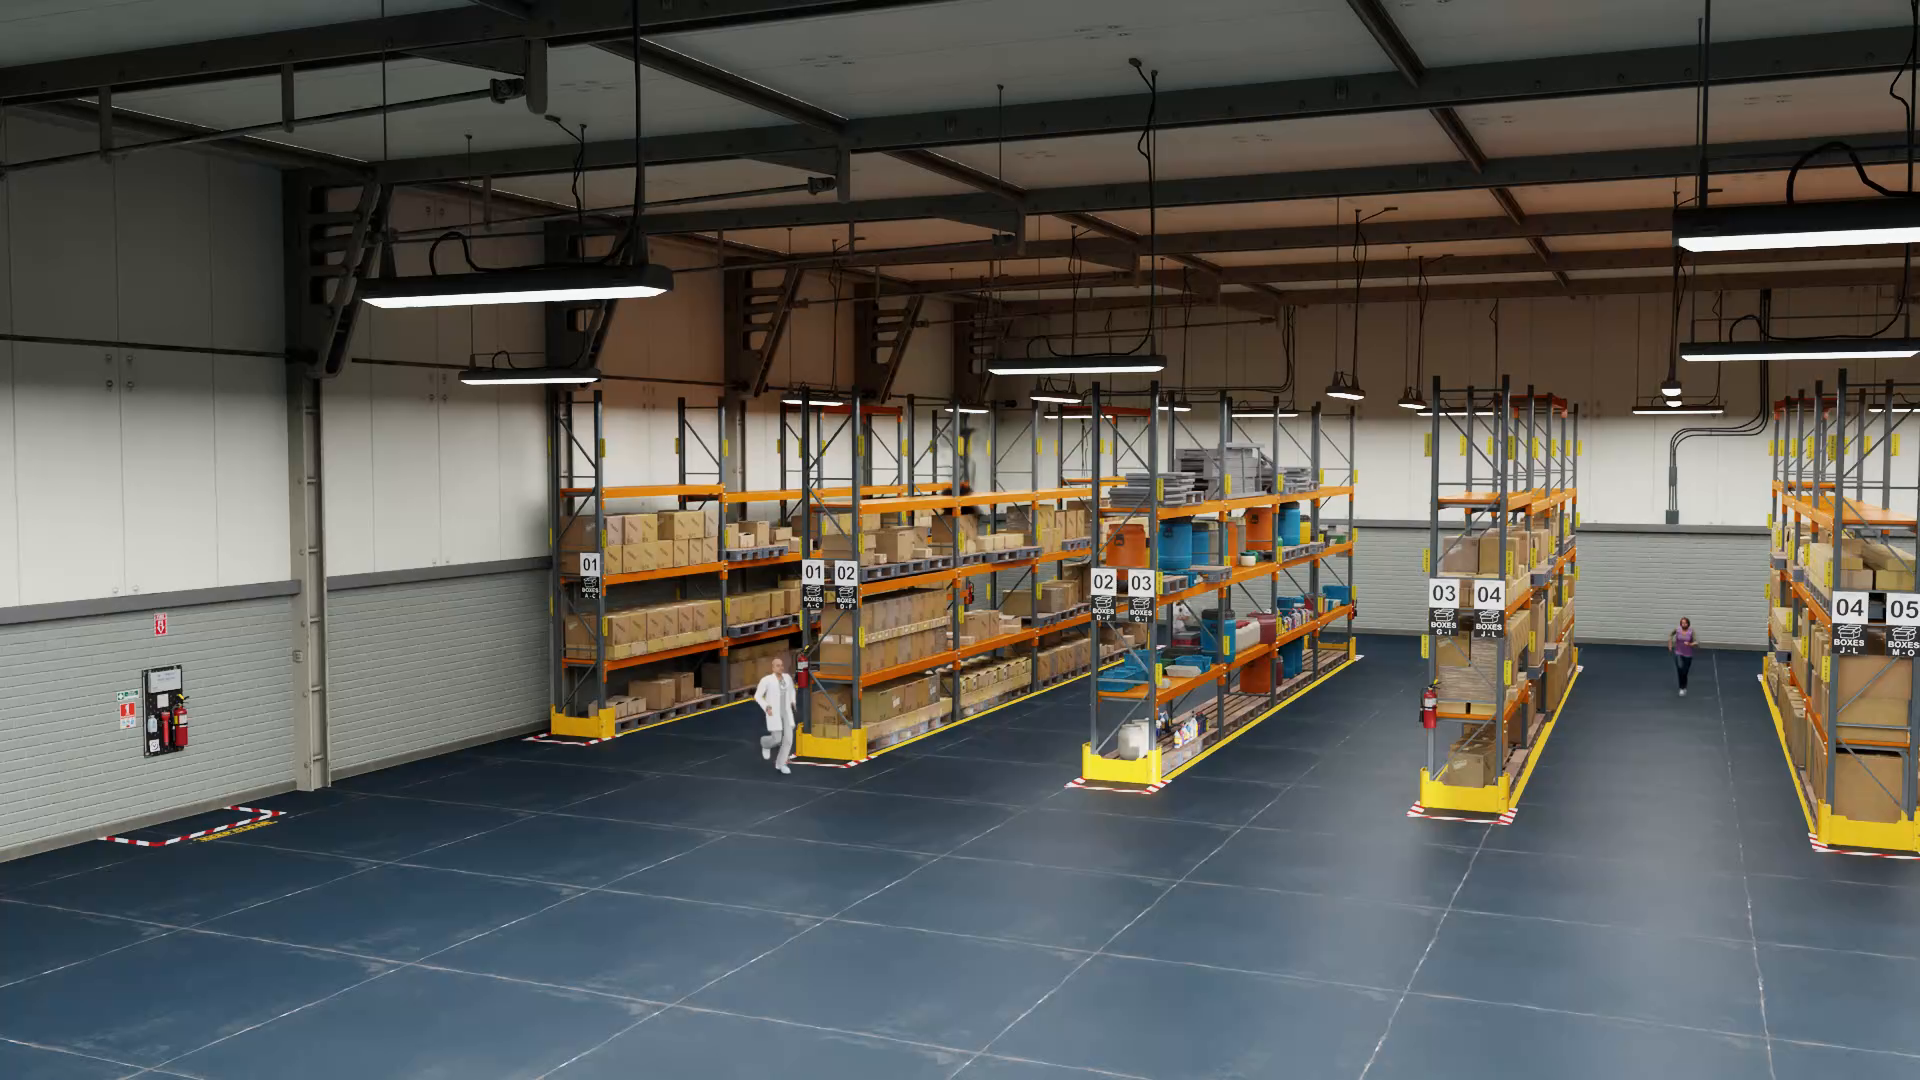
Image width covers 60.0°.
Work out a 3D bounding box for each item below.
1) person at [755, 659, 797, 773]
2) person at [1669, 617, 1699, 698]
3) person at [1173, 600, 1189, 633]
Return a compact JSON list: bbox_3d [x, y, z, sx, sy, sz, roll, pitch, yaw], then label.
[{"bbox_3d":[-2.845,2.717,25.880,0.727,1.750,0.773,-2,4,-35],"label":"person"},{"bbox_3d":[14.617,2.355,33.592,0.556,1.622,0.795,2,3,26],"label":"person"},{"bbox_3d":[5.020,2.030,38.487,0.605,1.656,0.772,1,3,22],"label":"person"}]
